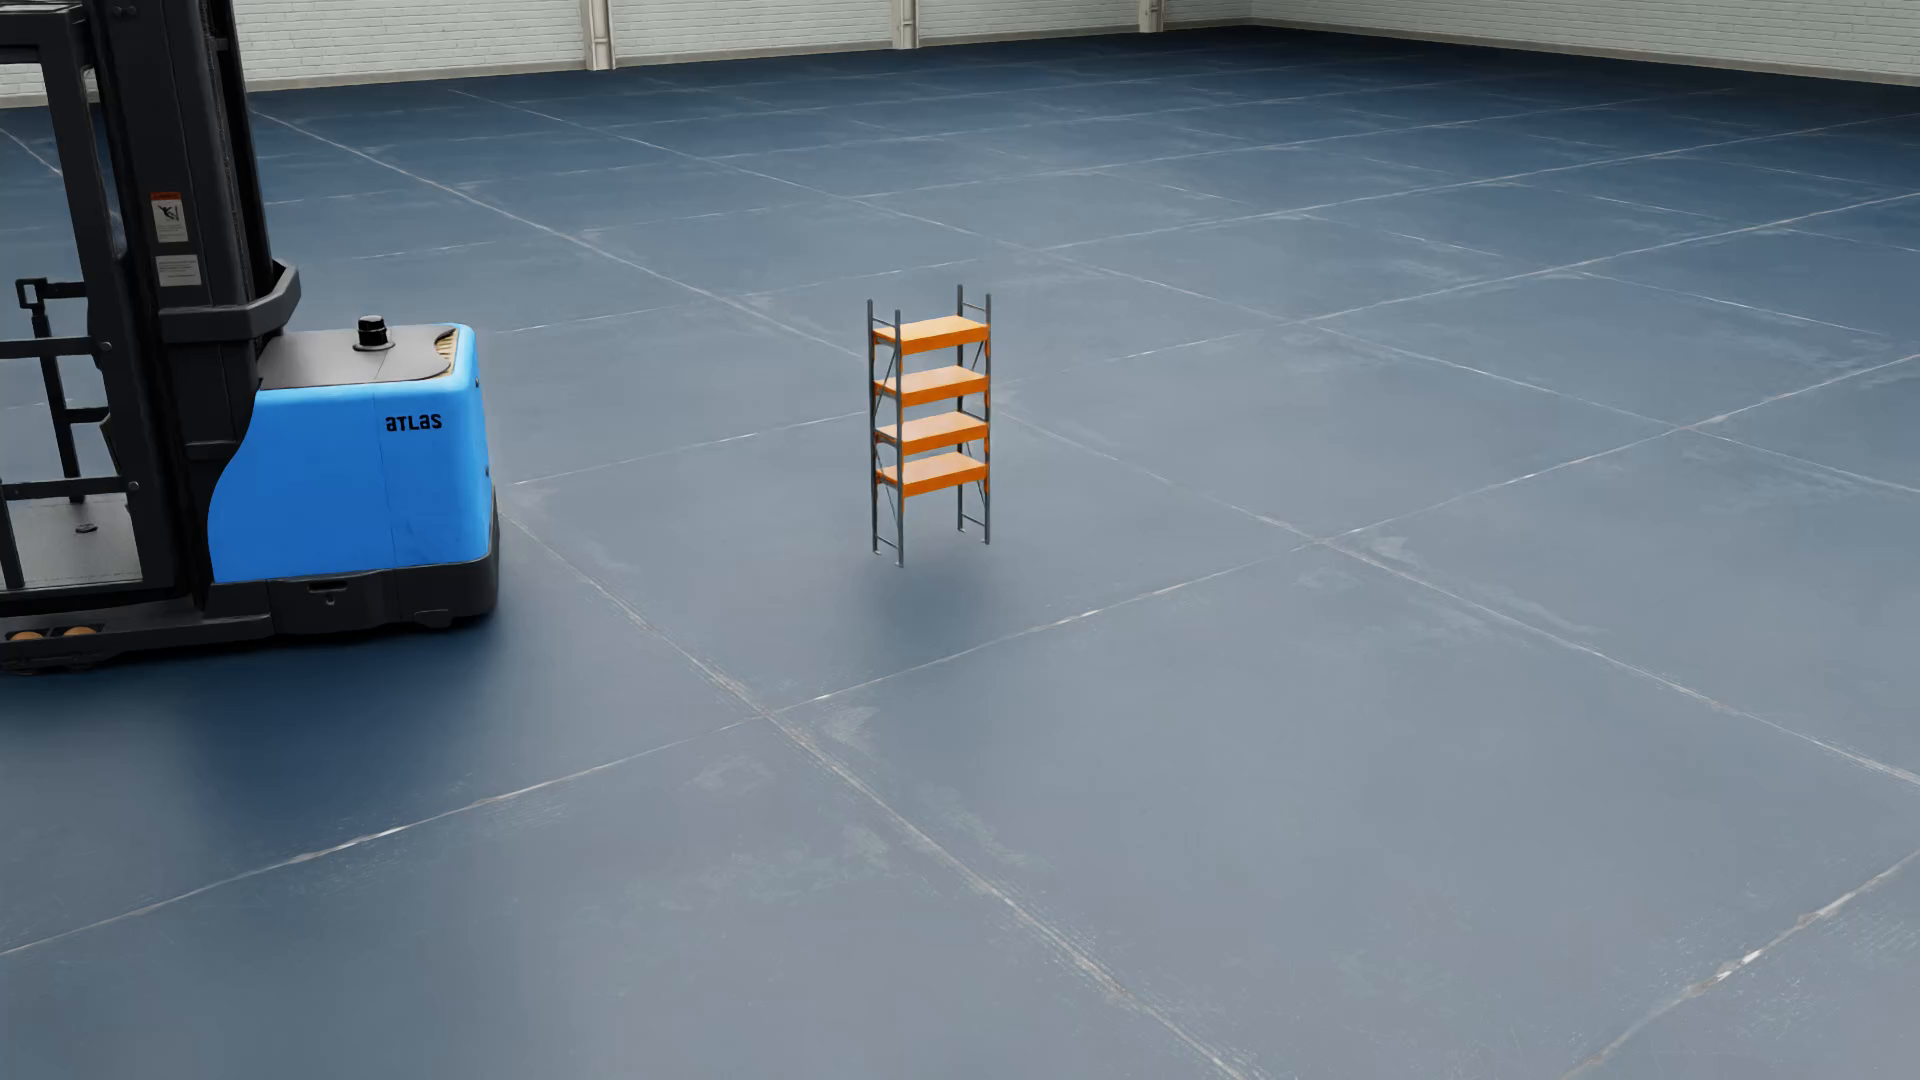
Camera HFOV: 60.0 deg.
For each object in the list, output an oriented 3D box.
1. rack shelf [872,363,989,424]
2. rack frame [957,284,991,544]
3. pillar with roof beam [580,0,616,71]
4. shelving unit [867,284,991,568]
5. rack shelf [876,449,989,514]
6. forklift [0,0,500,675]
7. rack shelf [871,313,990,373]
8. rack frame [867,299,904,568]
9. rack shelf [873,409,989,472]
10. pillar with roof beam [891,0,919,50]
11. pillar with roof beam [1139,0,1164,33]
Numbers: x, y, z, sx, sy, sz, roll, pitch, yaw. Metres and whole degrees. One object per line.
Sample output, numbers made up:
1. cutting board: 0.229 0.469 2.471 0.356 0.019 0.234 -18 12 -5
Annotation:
1. rack shelf: -0.134 -0.667 7.526 0.480 0.148 0.258 -15 26 -33
2. rack frame: 0.064 -0.574 7.717 0.015 1.200 0.240 -15 26 -33
3. pillar with roof beam: -3.360 -10.588 22.288 0.400 9.000 9.100 -15 26 -33
4. shelving unit: -0.134 -0.521 7.584 0.503 1.200 0.258 -15 26 -33
5. rack shelf: -0.134 -0.275 7.683 0.480 0.148 0.258 -15 26 -33
6. forklift: -3.528 -1.044 6.559 3.031 2.935 1.130 -5 22 -13
7. rack shelf: -0.134 -0.886 7.439 0.480 0.148 0.258 -15 26 -33
8. rack frame: -0.332 -0.469 7.452 0.015 1.200 0.240 -15 26 -33
9. rack shelf: -0.134 -0.459 7.609 0.480 0.148 0.258 -15 26 -33
10. pillar with roof beam: 1.510 -11.886 25.542 0.400 9.000 9.100 -15 26 -33
11. pillar with roof beam: 6.381 -13.185 28.797 0.400 9.000 9.100 -15 26 -33
